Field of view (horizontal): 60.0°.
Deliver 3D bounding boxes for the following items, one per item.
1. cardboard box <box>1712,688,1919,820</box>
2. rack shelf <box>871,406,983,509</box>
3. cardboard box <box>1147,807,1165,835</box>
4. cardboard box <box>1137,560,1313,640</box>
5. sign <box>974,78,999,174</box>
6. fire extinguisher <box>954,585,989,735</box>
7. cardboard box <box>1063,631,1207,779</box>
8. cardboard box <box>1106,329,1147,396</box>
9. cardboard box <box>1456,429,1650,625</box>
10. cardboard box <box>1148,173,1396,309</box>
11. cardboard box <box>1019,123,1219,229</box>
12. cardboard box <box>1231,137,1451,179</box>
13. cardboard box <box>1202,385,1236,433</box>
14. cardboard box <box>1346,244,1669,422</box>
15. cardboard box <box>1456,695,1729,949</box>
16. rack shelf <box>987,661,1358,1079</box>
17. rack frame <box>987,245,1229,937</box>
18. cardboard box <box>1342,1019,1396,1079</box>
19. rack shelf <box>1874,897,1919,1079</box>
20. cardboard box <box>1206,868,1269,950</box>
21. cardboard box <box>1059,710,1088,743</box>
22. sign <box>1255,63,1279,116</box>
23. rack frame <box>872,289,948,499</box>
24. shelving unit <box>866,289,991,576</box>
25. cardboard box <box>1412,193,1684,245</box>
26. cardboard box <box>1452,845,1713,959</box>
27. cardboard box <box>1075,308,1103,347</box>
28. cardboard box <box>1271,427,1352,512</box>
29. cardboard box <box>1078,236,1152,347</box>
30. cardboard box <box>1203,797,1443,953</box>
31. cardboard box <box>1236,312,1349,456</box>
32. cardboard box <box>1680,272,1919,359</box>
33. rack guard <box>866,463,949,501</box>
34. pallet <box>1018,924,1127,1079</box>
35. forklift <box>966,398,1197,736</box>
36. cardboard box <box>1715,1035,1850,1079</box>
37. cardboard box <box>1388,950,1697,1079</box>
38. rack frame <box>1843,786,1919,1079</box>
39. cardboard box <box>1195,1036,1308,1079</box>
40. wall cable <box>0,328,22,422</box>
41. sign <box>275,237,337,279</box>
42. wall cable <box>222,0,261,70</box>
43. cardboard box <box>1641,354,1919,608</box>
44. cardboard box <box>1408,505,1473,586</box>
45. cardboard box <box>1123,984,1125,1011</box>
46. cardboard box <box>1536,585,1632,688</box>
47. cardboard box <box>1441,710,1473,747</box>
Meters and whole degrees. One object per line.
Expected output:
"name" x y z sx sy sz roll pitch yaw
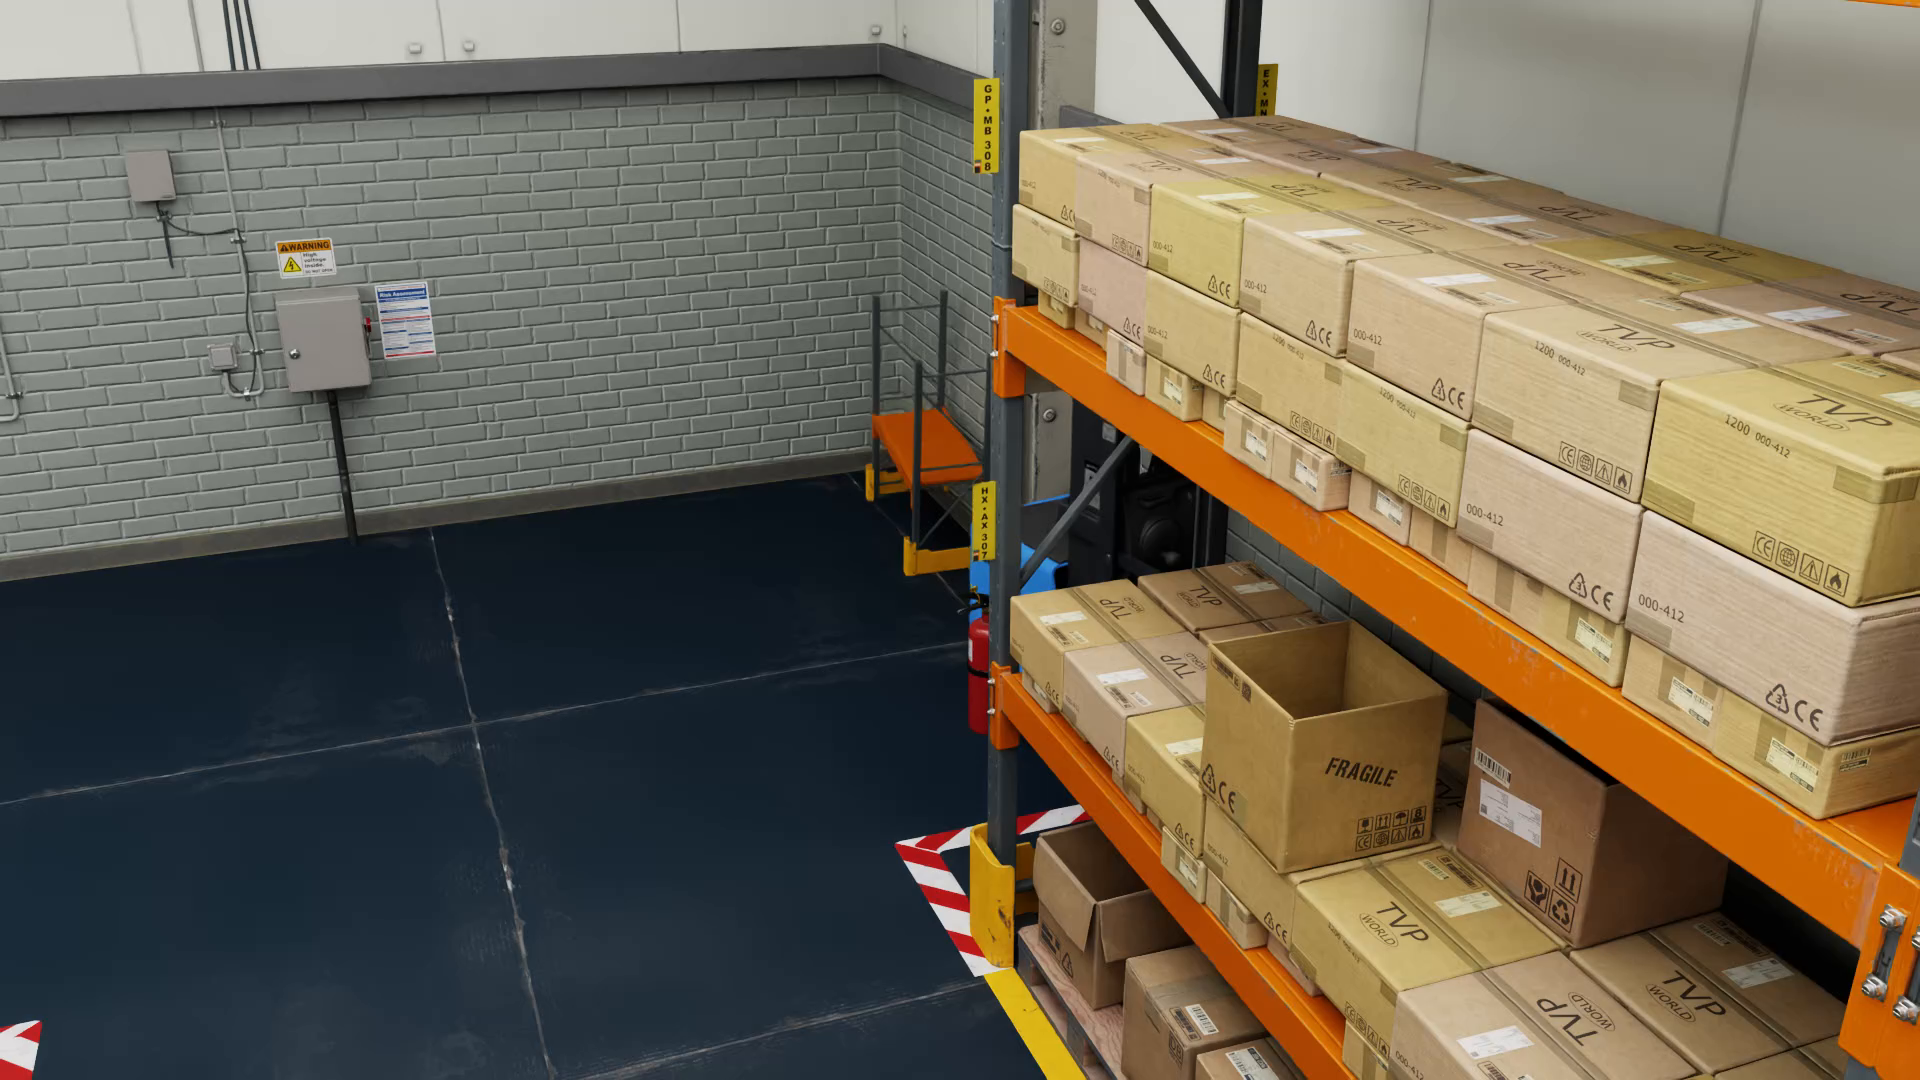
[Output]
"cardboard box" 1.614 0.350 3.019 0.380 0.149 0.250 -9 24 -19
"rack shelf" -0.203 -0.556 10.906 0.538 0.185 1.000 -8 32 -15
"cardboard box" 0.853 0.899 5.579 0.380 0.149 0.250 -8 24 -18
"cardboard box" 1.015 0.316 6.448 0.500 0.250 0.500 -8 24 -17
"sign" 0.097 -1.457 5.858 0.100 0.325 0.005 -8 24 -19
"fire extinguisher" 0.120 0.471 6.851 0.296 0.674 0.183 -8 24 -19
"cardboard box" 0.691 0.570 5.845 0.500 0.250 0.500 -8 24 -18
"cardboard box" 0.683 -0.574 5.210 0.380 0.149 0.250 -8 24 -18
"cardboard box" 1.419 -0.072 3.507 0.500 0.250 0.500 -9 25 -21
"cardboard box" 0.878 -0.864 4.741 0.500 0.250 0.500 -9 24 -20
"cardboard box" 0.526 -1.232 5.614 0.500 0.250 0.500 -9 24 -20
"cardboard box" 1.205 -1.115 5.338 0.500 0.250 0.500 -9 25 -21
"cardboard box" 0.927 -0.398 4.794 0.380 0.149 0.250 -9 24 -20
"cardboard box" 1.255 -0.493 3.861 0.500 0.250 0.500 -8 24 -18
"cardboard box" 1.740 0.716 4.535 0.500 0.500 0.500 -9 24 -20
"rack shelf" 1.311 1.311 5.203 1.077 0.370 4.000 -8 24 -19
"rack frame" 0.604 0.253 6.787 1.000 3.000 0.127 -8 24 -19
"cardboard box" 1.258 1.370 4.460 0.380 0.149 0.250 -9 24 -20
"rack shelf" 2.724 1.383 1.172 1.077 0.370 4.000 -8 24 -19
"cardboard box" 0.984 1.094 5.116 0.380 0.149 0.250 -8 24 -18
"cardboard box" 0.597 0.612 6.259 0.380 0.149 0.250 -8 24 -18
"sign" 1.130 -1.606 6.196 0.100 0.325 0.005 -8 24 -19
"rack frame" -0.346 -0.966 11.227 0.500 1.500 0.032 -8 32 -15
"shelving unit" -0.201 -0.715 10.821 0.587 1.500 1.083 -8 32 -15
"cardboard box" 1.549 -0.744 4.457 0.500 0.250 0.500 -8 24 -19
"cardboard box" 1.731 1.053 4.700 0.500 0.250 0.500 -8 24 -18
"cardboard box" 0.616 -0.774 5.685 0.380 0.149 0.250 -8 24 -18
"cardboard box" 1.042 -0.205 4.336 0.380 0.149 0.250 -8 24 -18
"cardboard box" 0.704 -0.816 5.273 0.500 0.250 0.500 -8 24 -18
"cardboard box" 1.073 0.937 4.975 0.500 0.250 0.500 -9 24 -20
"cardboard box" 1.078 -0.444 4.389 0.500 0.250 0.500 -9 24 -20
"cardboard box" 1.911 -0.379 3.591 0.500 0.250 0.500 -9 24 -20
"rack guard" -0.364 -0.430 11.549 0.587 0.250 0.087 -8 32 -15
"pallet" 0.914 1.856 6.576 1.003 0.211 1.213 -8 24 -19
"forklift" 1.264 -0.107 7.729 1.130 2.935 3.031 -14 27 -30
"cardboard box" 2.095 1.422 3.825 0.500 0.250 0.500 -9 24 -20
"cardboard box" 1.418 1.307 4.097 0.500 0.250 0.500 -8 24 -19
"rack frame" 2.017 1.707 3.339 1.000 3.000 0.127 -8 24 -19
"cardboard box" 1.090 1.969 5.395 0.500 0.500 0.500 -8 24 -18
"wall cable" -6.052 -1.593 9.818 0.585 1.953 0.123 -8 24 -19
"sign" -4.160 -1.793 10.580 0.339 0.242 0.001 -8 24 -19
"wall cable" -2.987 -4.345 9.924 2.988 3.039 0.133 -8 24 -19
"cardboard box" 1.614 -0.124 2.987 0.500 0.250 0.500 -8 24 -19
"cardboard box" 1.294 -0.029 3.918 0.380 0.149 0.250 -8 24 -17
"cardboard box" 0.845 1.768 6.322 0.380 0.149 0.250 -9 25 -21
"cardboard box" 1.444 0.162 3.465 0.380 0.149 0.250 -8 24 -17
"cardboard box" 1.367 0.684 5.575 0.500 0.250 0.500 -8 24 -17
